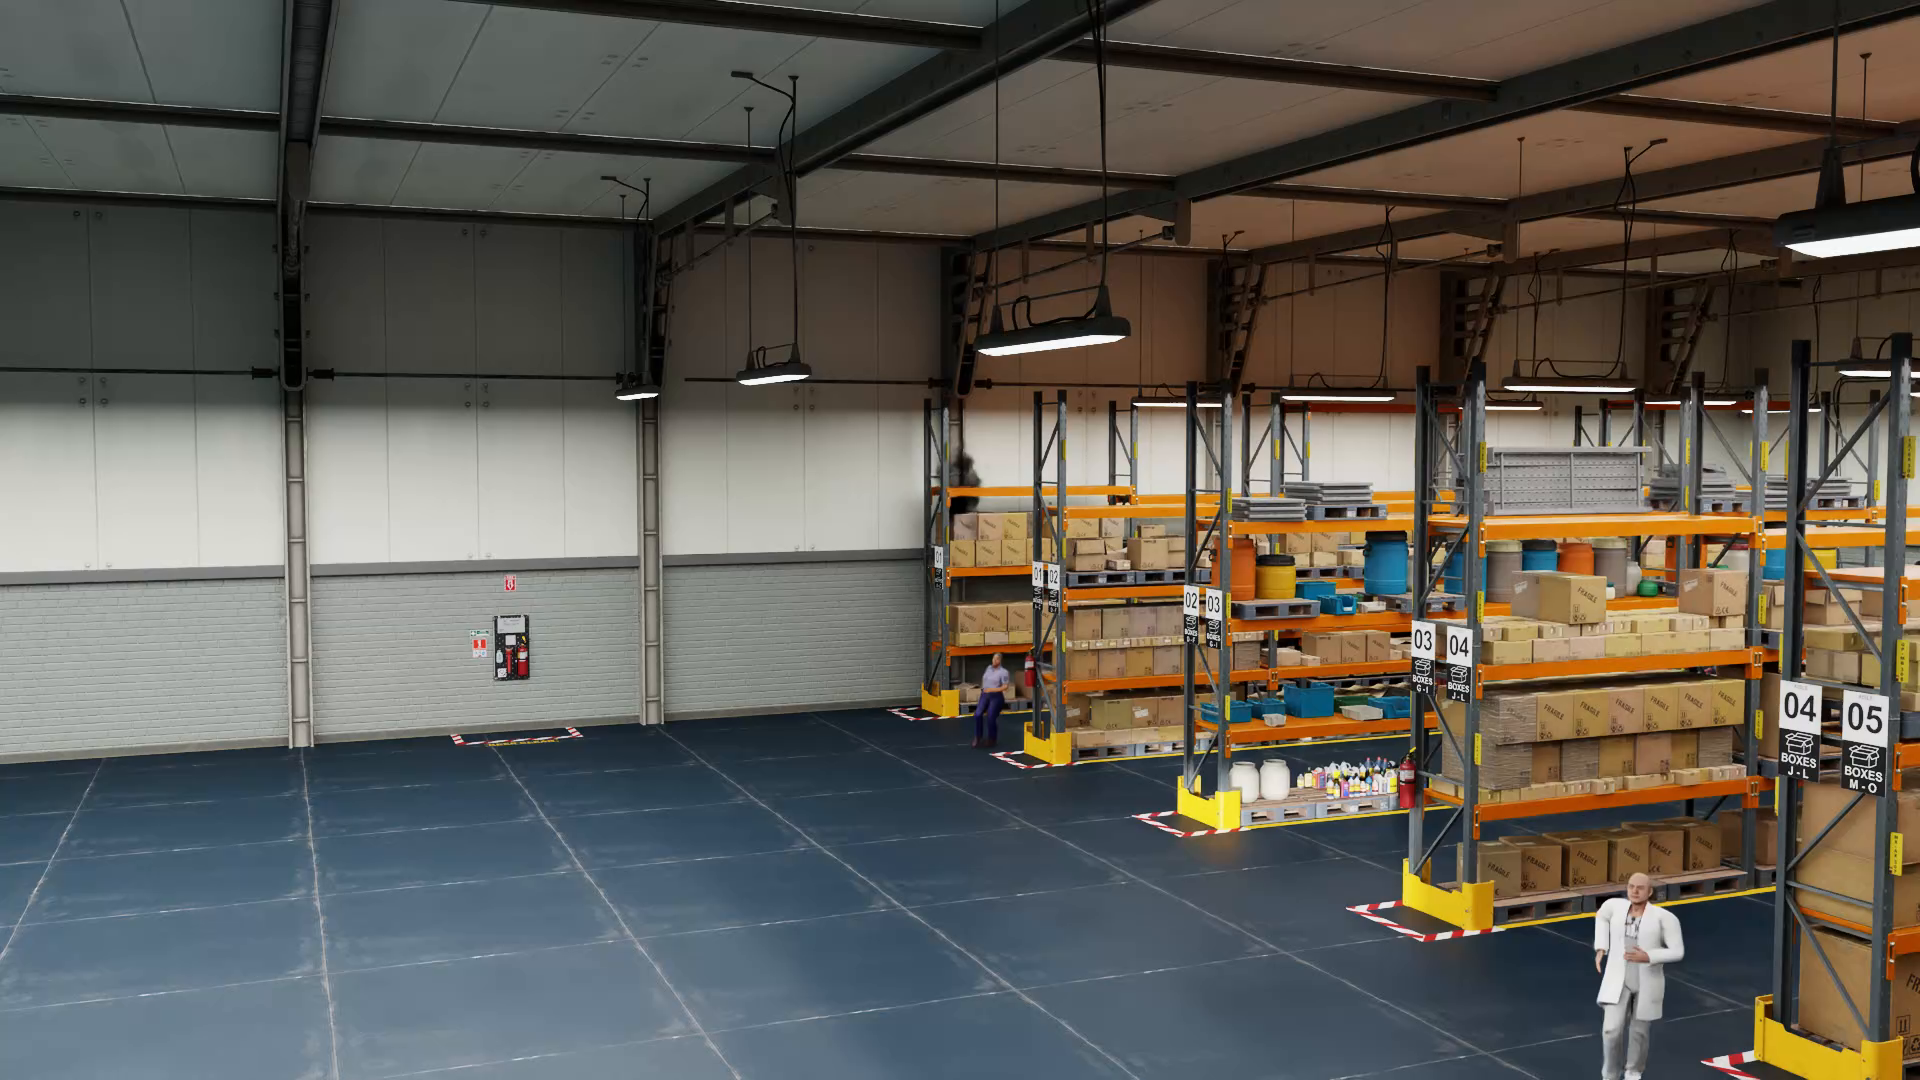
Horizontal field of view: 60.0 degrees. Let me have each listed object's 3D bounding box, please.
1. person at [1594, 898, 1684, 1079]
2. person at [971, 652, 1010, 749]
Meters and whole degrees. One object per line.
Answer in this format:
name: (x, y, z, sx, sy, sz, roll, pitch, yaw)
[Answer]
person: (16.765, 2.607, 17.466, 16.217, 3.131, 19.688, 2, 4, 30)
person: (0.564, 2.698, 28.078, 0.596, 1.608, 0.624, 2, 4, 27)
